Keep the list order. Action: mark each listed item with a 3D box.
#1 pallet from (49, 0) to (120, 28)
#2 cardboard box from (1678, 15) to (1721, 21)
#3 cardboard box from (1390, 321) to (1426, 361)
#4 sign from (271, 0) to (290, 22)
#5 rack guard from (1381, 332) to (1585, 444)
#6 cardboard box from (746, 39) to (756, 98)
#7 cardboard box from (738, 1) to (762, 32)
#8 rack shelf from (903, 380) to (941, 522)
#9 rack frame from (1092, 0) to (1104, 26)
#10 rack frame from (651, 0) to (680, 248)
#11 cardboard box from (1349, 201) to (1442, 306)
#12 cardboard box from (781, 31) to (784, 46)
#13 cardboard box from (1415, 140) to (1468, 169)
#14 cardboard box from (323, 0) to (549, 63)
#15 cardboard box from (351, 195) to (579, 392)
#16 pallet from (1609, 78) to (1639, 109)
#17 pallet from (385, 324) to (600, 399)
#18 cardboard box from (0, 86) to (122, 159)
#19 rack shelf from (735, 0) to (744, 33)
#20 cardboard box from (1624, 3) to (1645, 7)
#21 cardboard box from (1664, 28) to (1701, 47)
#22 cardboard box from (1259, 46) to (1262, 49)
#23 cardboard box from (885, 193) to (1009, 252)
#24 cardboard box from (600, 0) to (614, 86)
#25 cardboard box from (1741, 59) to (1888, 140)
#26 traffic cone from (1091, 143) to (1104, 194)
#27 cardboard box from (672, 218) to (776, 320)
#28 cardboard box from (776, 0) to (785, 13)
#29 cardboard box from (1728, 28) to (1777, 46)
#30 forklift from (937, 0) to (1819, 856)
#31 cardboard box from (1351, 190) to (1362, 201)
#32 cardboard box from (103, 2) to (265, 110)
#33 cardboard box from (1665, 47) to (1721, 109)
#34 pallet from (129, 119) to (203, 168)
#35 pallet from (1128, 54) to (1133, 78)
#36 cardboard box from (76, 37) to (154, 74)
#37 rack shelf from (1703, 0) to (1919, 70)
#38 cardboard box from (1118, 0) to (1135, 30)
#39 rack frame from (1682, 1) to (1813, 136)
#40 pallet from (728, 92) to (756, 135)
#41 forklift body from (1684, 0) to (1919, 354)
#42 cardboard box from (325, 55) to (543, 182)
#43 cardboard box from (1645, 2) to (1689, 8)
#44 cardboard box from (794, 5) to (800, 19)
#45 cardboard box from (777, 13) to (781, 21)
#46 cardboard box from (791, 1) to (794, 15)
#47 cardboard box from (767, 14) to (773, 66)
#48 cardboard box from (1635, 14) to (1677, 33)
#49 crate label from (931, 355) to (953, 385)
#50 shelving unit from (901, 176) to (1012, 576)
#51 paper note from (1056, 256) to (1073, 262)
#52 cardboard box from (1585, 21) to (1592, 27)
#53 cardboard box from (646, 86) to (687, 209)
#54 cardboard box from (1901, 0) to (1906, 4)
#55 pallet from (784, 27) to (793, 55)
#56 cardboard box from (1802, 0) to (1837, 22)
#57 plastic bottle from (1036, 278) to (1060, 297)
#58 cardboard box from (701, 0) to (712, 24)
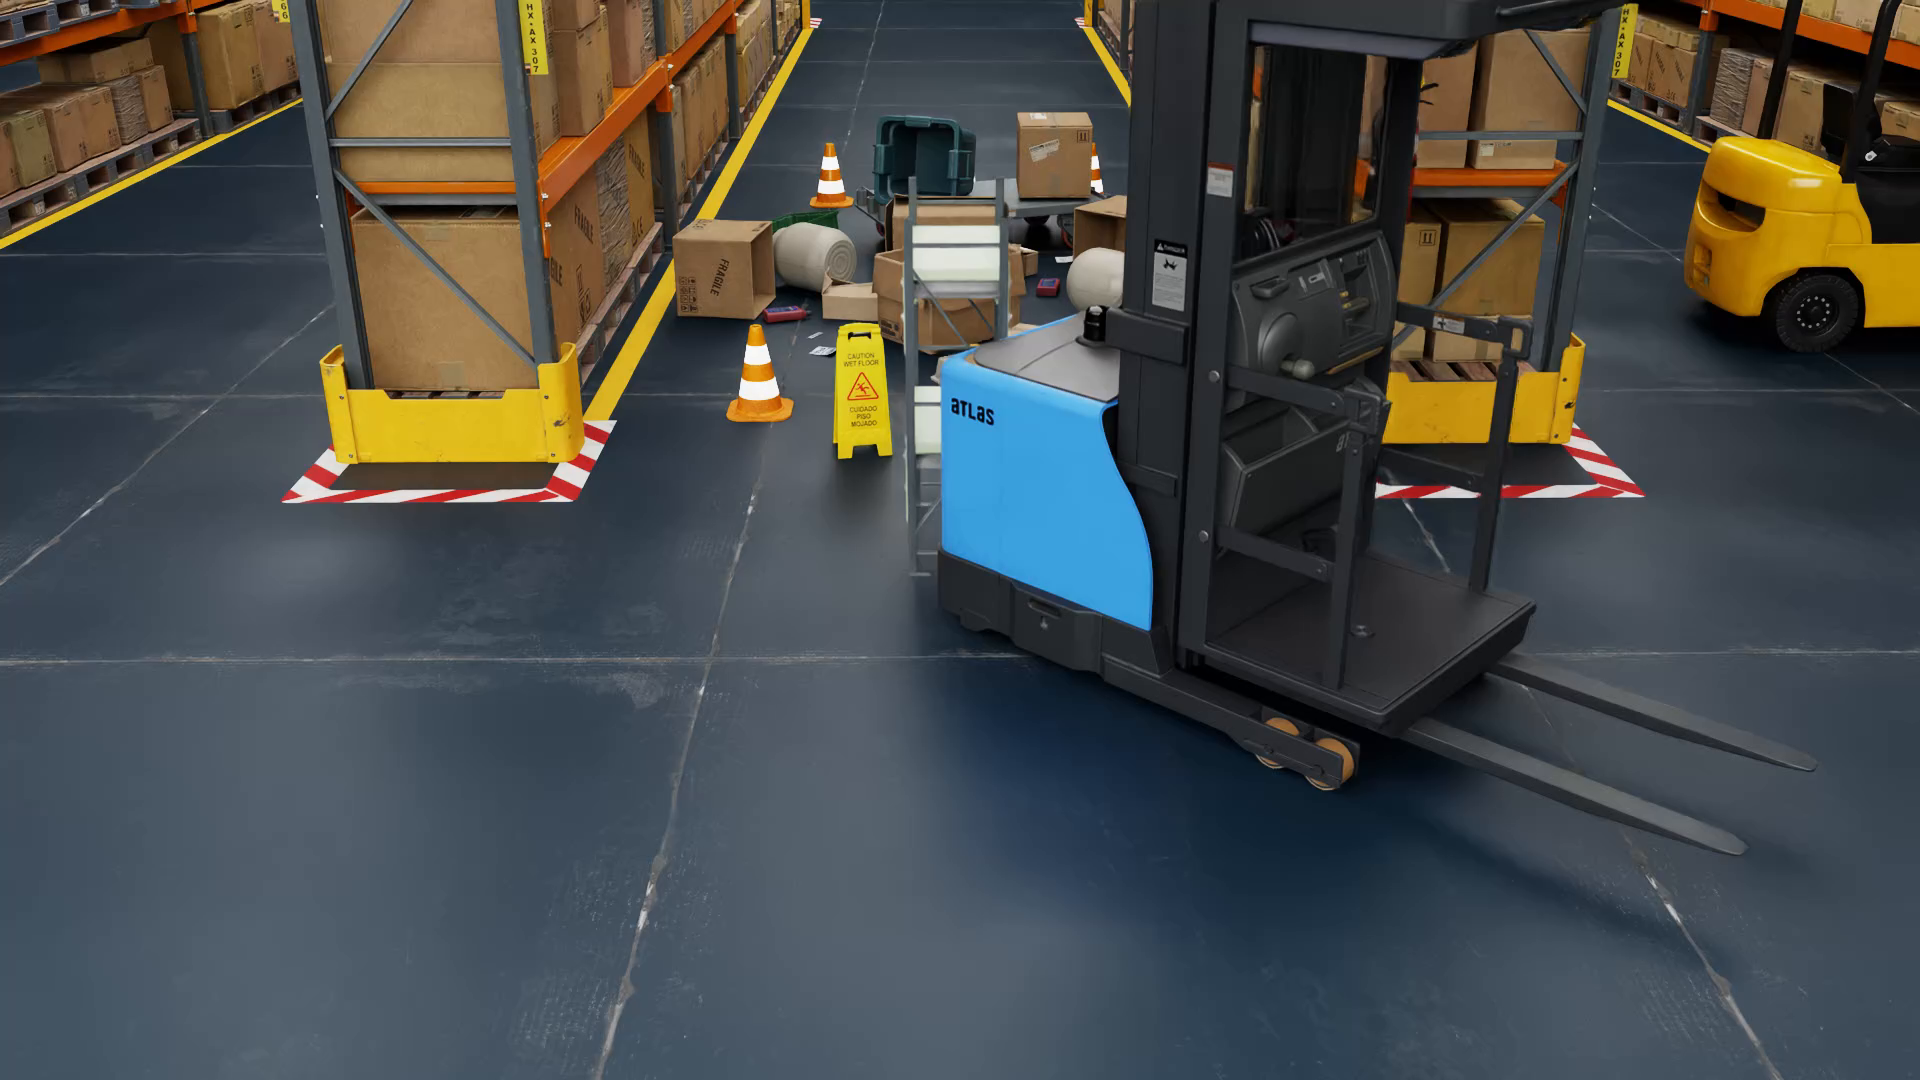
[{"bbox_3d":[-7.450,-4.234,13.205,1.003,0.211,1.213,0,24,-1],"label":"pallet"},{"bbox_3d":[7.599,-5.302,17.070,0.380,0.149,0.250,0,24,0],"label":"cardboard box"},{"bbox_3d":[2.206,-1.165,9.014,0.500,0.250,0.500,0,24,-1],"label":"cardboard box"},{"bbox_3d":[-3.007,-2.460,7.357,0.100,0.325,0.005,0,24,-1],"label":"sign"},{"bbox_3d":[2.483,-0.777,8.362,1.175,0.500,0.348,0,24,-1],"label":"rack guard"},{"bbox_3d":[-2.313,-4.670,16.459,0.500,0.500,0.500,0,24,0],"label":"cardboard box"},{"bbox_3d":[-2.322,-5.425,17.218,0.500,0.250,0.500,-1,24,-3],"label":"cardboard box"},{"bbox_3d":[-0.015,-0.391,7.087,0.431,0.370,0.720,0,24,0],"label":"rack shelf"},{"bbox_3d":[2.310,-8.478,22.355,1.000,3.000,0.127,0,24,-1],"label":"rack frame"},{"bbox_3d":[-2.508,-3.469,11.281,1.000,3.000,0.127,0,24,-1],"label":"rack frame"},{"bbox_3d":[2.215,-1.494,8.831,0.500,0.500,0.500,0,24,0],"label":"cardboard box"},{"bbox_3d":[-2.281,-5.919,19.648,0.380,0.149,0.250,0,24,1],"label":"cardboard box"},{"bbox_3d":[2.266,-1.924,8.168,0.380,0.149,0.250,1,24,1],"label":"cardboard box"},{"bbox_3d":[-2.430,-2.535,7.722,0.875,0.550,0.550,0,24,-1],"label":"cardboard box"},{"bbox_3d":[-2.538,-1.324,8.605,0.875,0.875,0.875,0,24,0],"label":"cardboard box"},{"bbox_3d":[7.380,-4.744,17.483,1.003,0.211,1.213,0,24,-1],"label":"pallet"},{"bbox_3d":[-2.551,-0.880,8.939,1.003,0.211,1.213,0,24,-1],"label":"pallet"},{"bbox_3d":[-7.453,-3.460,13.761,0.700,0.500,0.500,2,24,4],"label":"cardboard box"},{"bbox_3d":[-2.574,-5.614,16.896,1.077,0.370,4.000,0,24,-1],"label":"rack shelf"},{"bbox_3d":[7.166,-5.720,17.994,0.380,0.149,0.250,-1,24,-1],"label":"cardboard box"},{"bbox_3d":[7.068,-4.868,16.110,0.380,0.149,0.250,-1,24,-3],"label":"cardboard box"},{"bbox_3d":[2.195,-3.325,10.480,0.500,0.500,0.500,0,24,-1],"label":"cardboard box"},{"bbox_3d":[-0.085,-1.907,10.692,0.797,0.637,0.503,0,24,-1],"label":"cardboard box"},{"bbox_3d":[-2.575,-2.936,9.920,0.875,0.550,0.550,0,24,-1],"label":"cardboard box"},{"bbox_3d":[7.368,-3.788,14.359,0.875,0.625,0.625,1,24,1],"label":"cardboard box"},{"bbox_3d":[1.027,-2.882,13.061,0.336,0.463,0.334,0,24,-1],"label":"traffic cone"},{"bbox_3d":[-1.465,-1.697,10.392,0.500,0.500,0.500,4,25,9],"label":"cardboard box"},{"bbox_3d":[-2.334,-6.503,20.216,0.380,0.149,0.250,0,24,1],"label":"cardboard box"},{"bbox_3d":[7.690,-4.879,16.135,0.380,0.149,0.250,0,24,1],"label":"cardboard box"},{"bbox_3d":[1.336,-0.760,5.375,3.031,2.935,1.130,21,32,38],"label":"forklift"},{"bbox_3d":[2.144,-1.941,9.031,0.380,0.149,0.250,0,24,1],"label":"cardboard box"},{"bbox_3d":[-7.499,-4.645,15.948,1.225,0.875,0.875,-1,24,-3],"label":"cardboard box"},{"bbox_3d":[7.141,-4.431,15.931,0.500,0.500,0.500,0,24,1],"label":"cardboard box"},{"bbox_3d":[-7.505,-3.544,14.831,1.003,0.211,1.213,0,24,-1],"label":"pallet"},{"bbox_3d":[2.437,-5.242,18.583,1.003,0.211,1.213,0,24,-1],"label":"pallet"},{"bbox_3d":[-7.475,-4.264,14.628,0.500,0.250,0.500,1,24,2],"label":"cardboard box"},{"bbox_3d":[7.382,-4.054,13.446,1.077,0.370,4.000,0,24,-1],"label":"rack shelf"},{"bbox_3d":[2.443,-6.482,20.541,0.875,0.438,0.875,-1,24,-2],"label":"cardboard box"},{"bbox_3d":[7.360,-5.205,15.119,1.000,3.000,0.127,0,24,-1],"label":"rack frame"},{"bbox_3d":[-2.559,-4.169,16.212,1.003,0.211,1.213,0,24,-1],"label":"pallet"},{"bbox_3d":[5.603,-2.295,9.715,2.313,2.155,1.214,0,24,-1],"label":"forklift body"},{"bbox_3d":[-2.514,-2.042,7.943,0.875,0.550,0.550,0,24,-1],"label":"cardboard box"},{"bbox_3d":[7.658,-5.737,18.032,0.380,0.149,0.250,-1,24,-3],"label":"cardboard box"},{"bbox_3d":[-2.321,-6.985,22.004,0.380,0.149,0.250,0,24,1],"label":"cardboard box"},{"bbox_3d":[-2.390,-6.373,20.291,0.380,0.149,0.250,1,24,2],"label":"cardboard box"},{"bbox_3d":[-2.322,-6.798,21.231,0.380,0.149,0.250,0,24,0],"label":"cardboard box"},{"bbox_3d":[-2.335,-5.515,18.327,0.500,0.500,0.500,-1,24,-2],"label":"cardboard box"},{"bbox_3d":[7.115,-5.302,17.070,0.380,0.149,0.250,-1,24,-3],"label":"cardboard box"},{"bbox_3d":[0.013,-0.931,9.142,0.250,0.136,0.298,-14,28,-28],"label":"crate label"},{"bbox_3d":[-0.015,-0.689,6.952,0.431,1.500,0.755,0,24,0],"label":"shelving unit"},{"bbox_3d":[0.740,-1.954,11.534,0.148,0.019,0.142,0,24,-1],"label":"paper note"},{"bbox_3d":[7.113,-5.486,18.264,0.500,0.500,0.500,-1,24,-1],"label":"cardboard box"},{"bbox_3d":[-2.605,-2.891,12.223,1.050,0.750,0.750,0,24,-1],"label":"cardboard box"},{"bbox_3d":[7.130,-4.130,12.316,0.500,0.250,0.500,-1,24,-2],"label":"cardboard box"},{"bbox_3d":[-2.654,-6.276,20.870,1.003,0.211,1.213,0,24,-1],"label":"pallet"},{"bbox_3d":[7.138,-4.320,13.344,0.500,0.250,0.500,1,24,1],"label":"cardboard box"},{"bbox_3d":[0.579,-1.654,10.833,0.133,0.061,0.283,4,25,9],"label":"plastic bottle"},{"bbox_3d":[-2.259,-4.356,13.120,0.500,0.500,0.500,0,24,0],"label":"cardboard box"}]
